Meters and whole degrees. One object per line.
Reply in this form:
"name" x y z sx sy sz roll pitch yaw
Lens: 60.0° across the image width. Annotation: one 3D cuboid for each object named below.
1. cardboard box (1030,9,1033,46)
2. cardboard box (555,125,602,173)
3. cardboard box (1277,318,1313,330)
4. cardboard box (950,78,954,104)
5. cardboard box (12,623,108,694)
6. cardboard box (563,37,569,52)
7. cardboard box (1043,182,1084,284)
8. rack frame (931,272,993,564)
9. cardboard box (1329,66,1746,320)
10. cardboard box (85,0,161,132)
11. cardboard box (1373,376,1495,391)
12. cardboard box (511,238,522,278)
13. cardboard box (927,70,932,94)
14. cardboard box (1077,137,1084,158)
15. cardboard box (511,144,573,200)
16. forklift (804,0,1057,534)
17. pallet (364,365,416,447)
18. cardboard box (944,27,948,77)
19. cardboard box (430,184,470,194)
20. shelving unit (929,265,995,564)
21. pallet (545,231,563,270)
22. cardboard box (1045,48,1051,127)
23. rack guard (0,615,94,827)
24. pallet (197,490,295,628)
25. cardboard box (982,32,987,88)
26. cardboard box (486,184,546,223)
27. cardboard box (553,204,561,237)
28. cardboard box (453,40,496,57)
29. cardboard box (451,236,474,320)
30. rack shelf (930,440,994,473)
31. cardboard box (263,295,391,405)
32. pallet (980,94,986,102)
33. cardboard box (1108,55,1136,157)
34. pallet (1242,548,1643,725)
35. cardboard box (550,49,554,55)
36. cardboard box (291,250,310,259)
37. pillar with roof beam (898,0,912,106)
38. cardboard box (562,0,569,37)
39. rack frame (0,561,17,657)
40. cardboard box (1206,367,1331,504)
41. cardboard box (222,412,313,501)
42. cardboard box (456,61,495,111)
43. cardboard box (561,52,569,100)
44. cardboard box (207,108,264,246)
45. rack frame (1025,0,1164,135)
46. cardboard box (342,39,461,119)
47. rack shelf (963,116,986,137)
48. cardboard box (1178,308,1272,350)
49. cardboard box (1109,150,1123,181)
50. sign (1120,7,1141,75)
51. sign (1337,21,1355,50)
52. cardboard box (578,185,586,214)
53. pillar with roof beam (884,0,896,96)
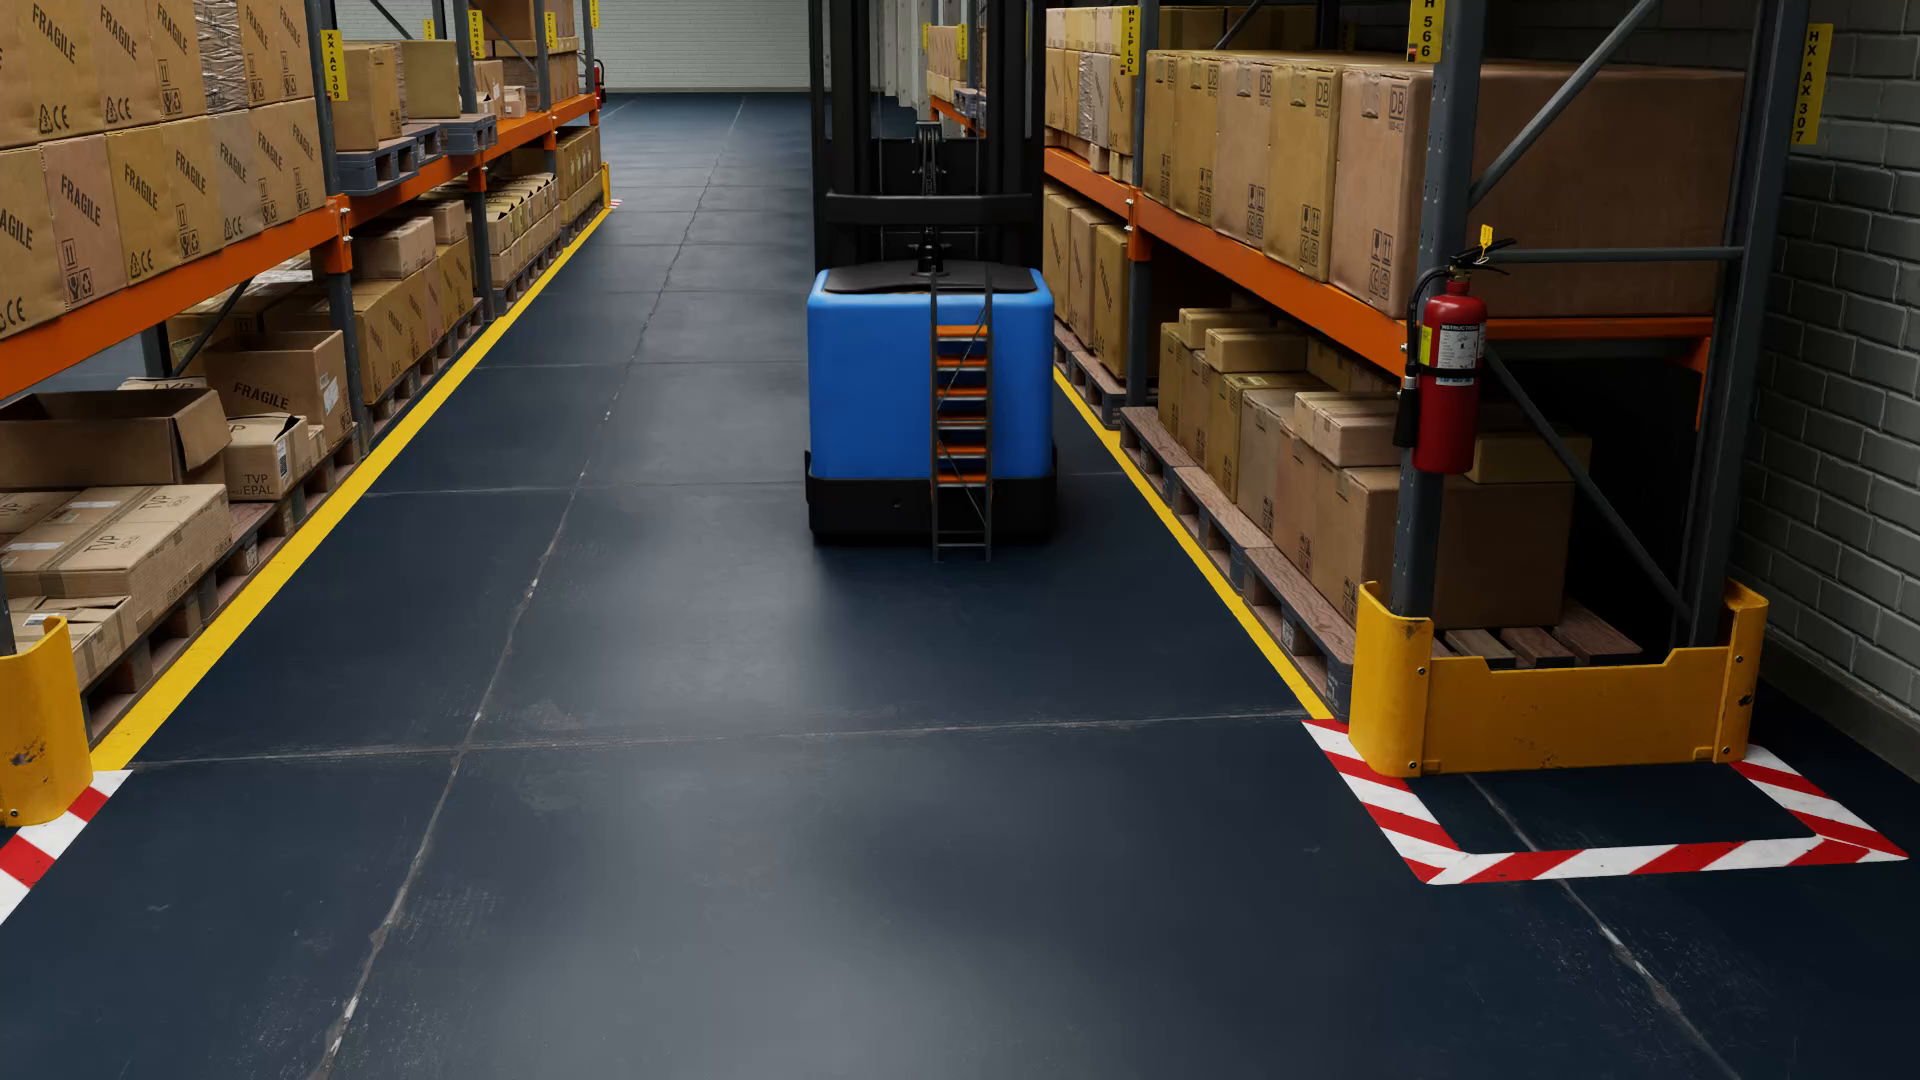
"cardboard box" 0.772 -3.589 11.651 0.500 0.250 0.500 -1 17 -4
"cardboard box" -4.422 -4.509 19.168 0.500 0.500 0.500 -2 18 -6
"cardboard box" 1.633 -0.897 7.416 0.380 0.149 0.250 -2 18 -7
"cardboard box" 0.173 -4.594 17.018 0.500 0.250 0.500 -2 18 -5
"cardboard box" -2.825 0.369 5.019 0.380 0.149 0.250 -2 18 -6
"cardboard box" -4.438 -5.355 17.976 0.380 0.149 0.250 -1 17 -4
"cardboard box" 0.924 -2.135 11.858 0.750 0.750 0.750 -2 18 -6
"rack frame" 0.008 -0.475 6.687 0.240 1.200 0.006 0 17 -1
"cardboard box" 1.741 -1.095 5.156 0.980 0.700 0.700 -1 17 -3
"cardboard box" -3.015 -1.616 5.480 0.500 0.500 0.500 -2 17 -5
"cardboard box" 1.765 -0.517 6.206 0.380 0.149 0.250 -2 18 -5
"cardboard box" -3.763 -2.233 13.170 0.500 0.250 0.500 -2 18 -7
"cardboard box" -0.112 -5.350 19.427 0.500 0.250 0.500 -2 18 -7
"cardboard box" 0.951 -2.511 10.554 0.380 0.149 0.250 -2 18 -5
"cardboard box" -4.097 -3.615 16.322 0.500 0.500 0.500 -2 18 -6
"forklift" -0.155 -1.810 8.050 1.130 2.935 3.031 0 17 -1
"pallet" -3.657 -0.748 9.209 1.003 0.211 1.213 -2 18 -6
"cardboard box" 0.111 -5.101 17.383 0.500 0.500 0.500 -2 18 -7
"cardboard box" -4.465 -2.943 14.496 0.500 0.311 0.500 -2 18 -7
"shelving unit" 0.005 -0.502 6.774 0.258 1.200 0.189 0 17 -1
"pallet" -4.246 -2.672 15.337 1.003 0.211 1.213 -2 18 -6
"cardboard box" 0.819 -3.074 11.263 0.500 0.500 0.500 -1 17 -4
"rack guard" -3.131 0.524 4.673 1.175 0.500 0.348 -2 18 -6
"pallet" -3.337 0.062 6.628 1.003 0.211 1.213 -2 18 -6
"cardboard box" 0.585 -4.480 15.538 0.700 0.500 0.500 -2 18 -5
"cardboard box" -3.925 -2.962 14.557 0.500 0.311 0.500 -2 18 -6
"cardboard box" -4.030 -2.995 15.599 0.500 0.250 0.500 -2 18 -6
"cardboard box" -4.602 -4.653 15.739 0.380 0.149 0.250 -2 18 -6
"cardboard box" -3.618 -1.775 11.263 0.500 0.500 0.500 -1 17 -3
"rack shelf" 0.005 -0.346 6.824 0.258 0.103 0.180 0 17 -1
"cardboard box" -3.343 -1.007 8.814 0.500 0.500 0.500 -3 18 -8
"pallet" 0.734 -3.681 14.213 1.003 0.211 1.213 -2 18 -6
"cardboard box" 1.093 -2.321 8.864 0.500 0.500 0.500 -2 18 -7
"pallet" 1.643 0.295 5.886 1.003 0.211 1.213 -2 18 -6
"cardboard box" -4.302 -4.969 16.746 0.380 0.149 0.250 -2 18 -7
"cardboard box" -4.079 -1.597 10.694 0.500 0.500 0.500 -2 18 -6
"pillar with roof beam" -5.671 -15.265 40.776 9.100 9.000 0.400 -2 18 -6
"cardboard box" -4.673 -5.768 18.208 0.700 0.500 0.500 -2 18 -7
"rack frame" -3.123 -0.646 4.227 1.000 3.000 0.127 -2 18 -6
"cardboard box" 1.466 -0.471 7.141 0.700 0.500 0.500 -1 17 -4
"cardboard box" -3.117 -0.380 7.135 0.500 0.311 0.500 -2 18 -6
"cardboard box" -4.192 -3.733 13.894 0.500 0.500 0.500 -2 18 -6
"cardboard box" -4.634 -5.017 17.982 0.700 0.500 0.500 -2 18 -5
"cardboard box" -3.119 -1.438 6.582 0.500 0.500 0.500 -1 17 -4
"rack frame" 0.979 -3.184 12.310 1.000 3.000 0.127 -2 18 -6
"cardboard box" -3.771 -3.093 11.154 0.700 0.500 0.500 -8 19 -24
"rack shelf" 0.772 -3.436 14.315 1.077 0.370 4.000 -2 18 -6
"cardboard box" 1.220 -0.975 7.665 0.380 0.149 0.250 -1 17 -4
"cardboard box" 1.025 -2.048 9.078 0.380 0.149 0.250 -1 17 -5
"sign" 0.852 -2.487 8.289 0.100 0.325 0.005 -2 18 -6
"sign" 1.943 -2.460 8.428 0.100 0.325 0.005 -2 18 -6
"cardboard box" -4.200 -3.555 17.384 0.500 0.250 0.500 -2 18 -6
"pillar with roof beam" -6.290 -17.052 46.470 9.100 9.000 0.400 -2 18 -6
